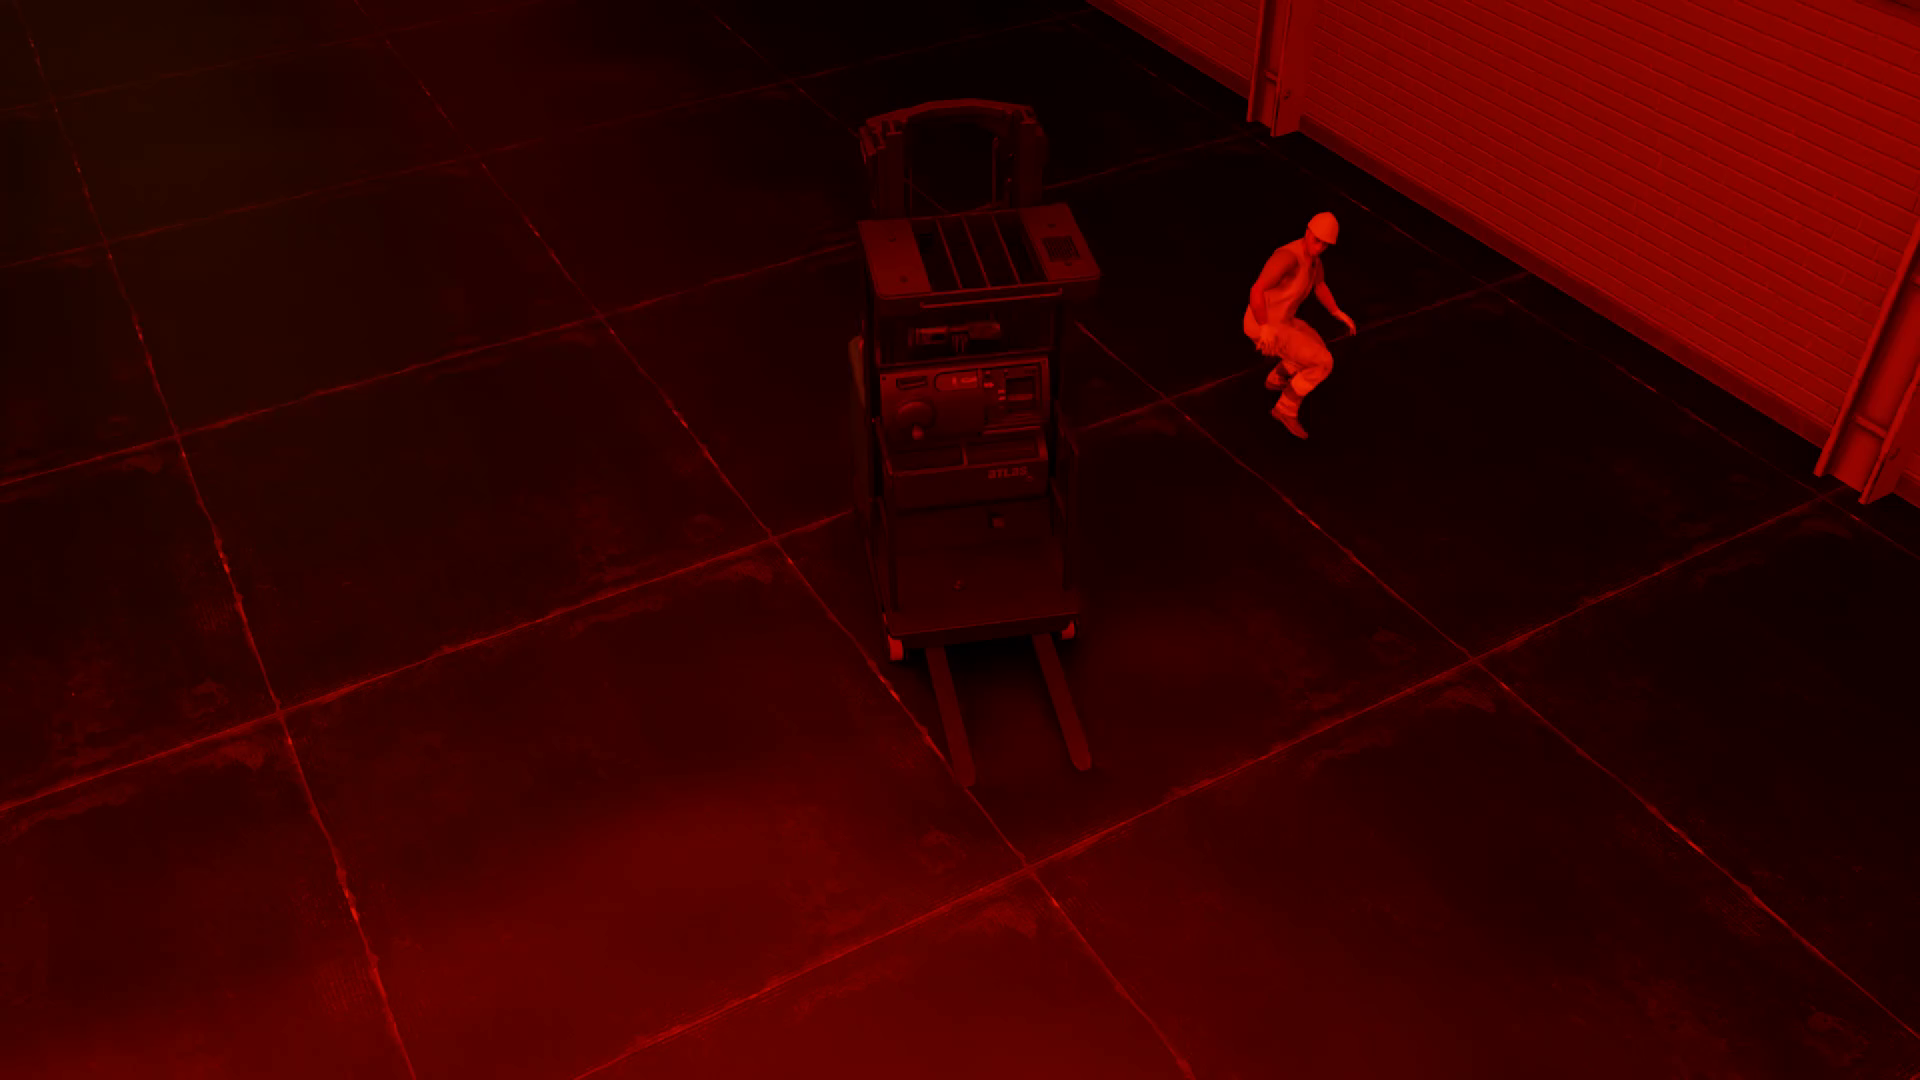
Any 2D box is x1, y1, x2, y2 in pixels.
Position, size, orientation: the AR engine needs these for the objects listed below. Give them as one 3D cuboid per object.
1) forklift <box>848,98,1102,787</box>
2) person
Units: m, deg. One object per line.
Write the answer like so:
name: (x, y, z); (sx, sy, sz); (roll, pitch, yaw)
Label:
forklift: (0.071, -0.689, 8.867); (1.130, 2.935, 3.031); (-7, 40, -8)
person: (2.212, -1.410, 10.881); (0.678, 1.535, 0.811); (15, 42, 17)
